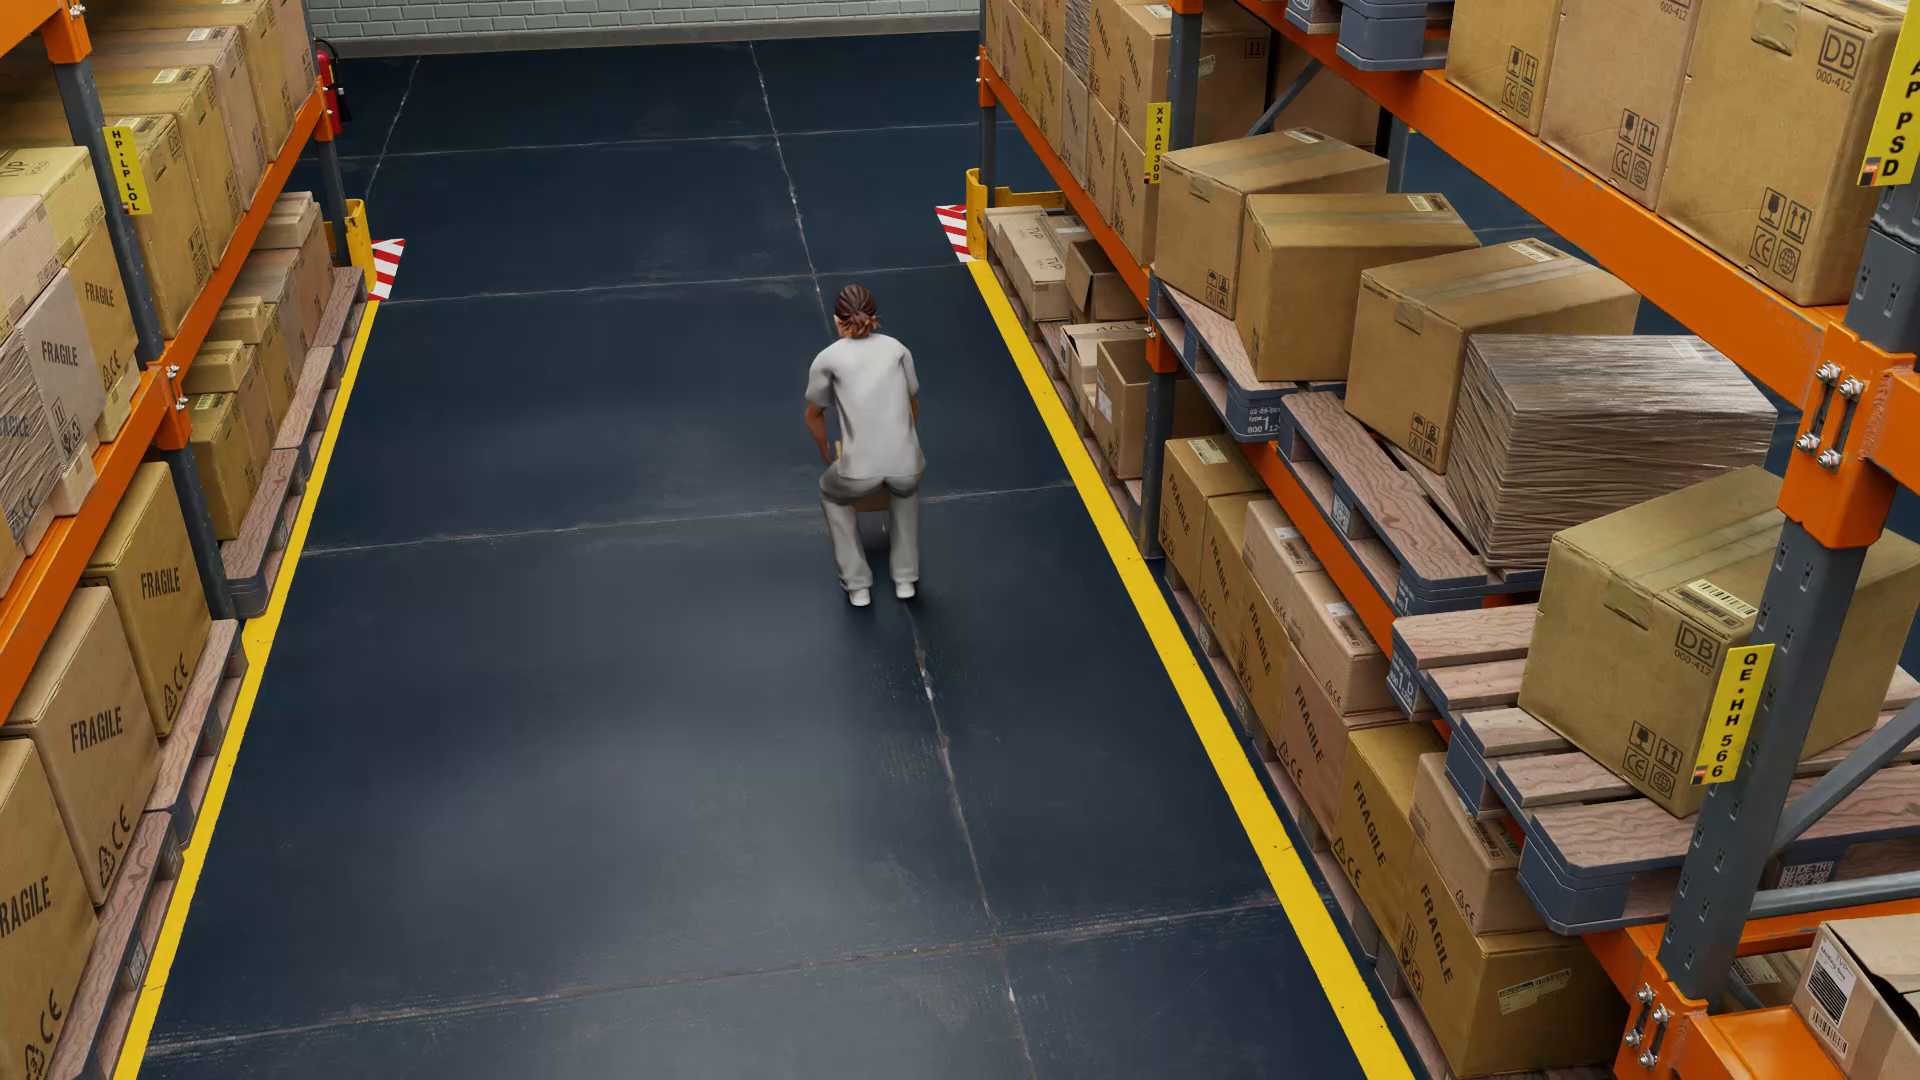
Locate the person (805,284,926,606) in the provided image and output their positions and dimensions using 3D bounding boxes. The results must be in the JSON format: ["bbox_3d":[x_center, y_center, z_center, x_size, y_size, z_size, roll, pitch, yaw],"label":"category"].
[{"bbox_3d":[-0.401,-0.378,7.106,0.491,1.335,0.665,-5,31,-9],"label":"person"}]
